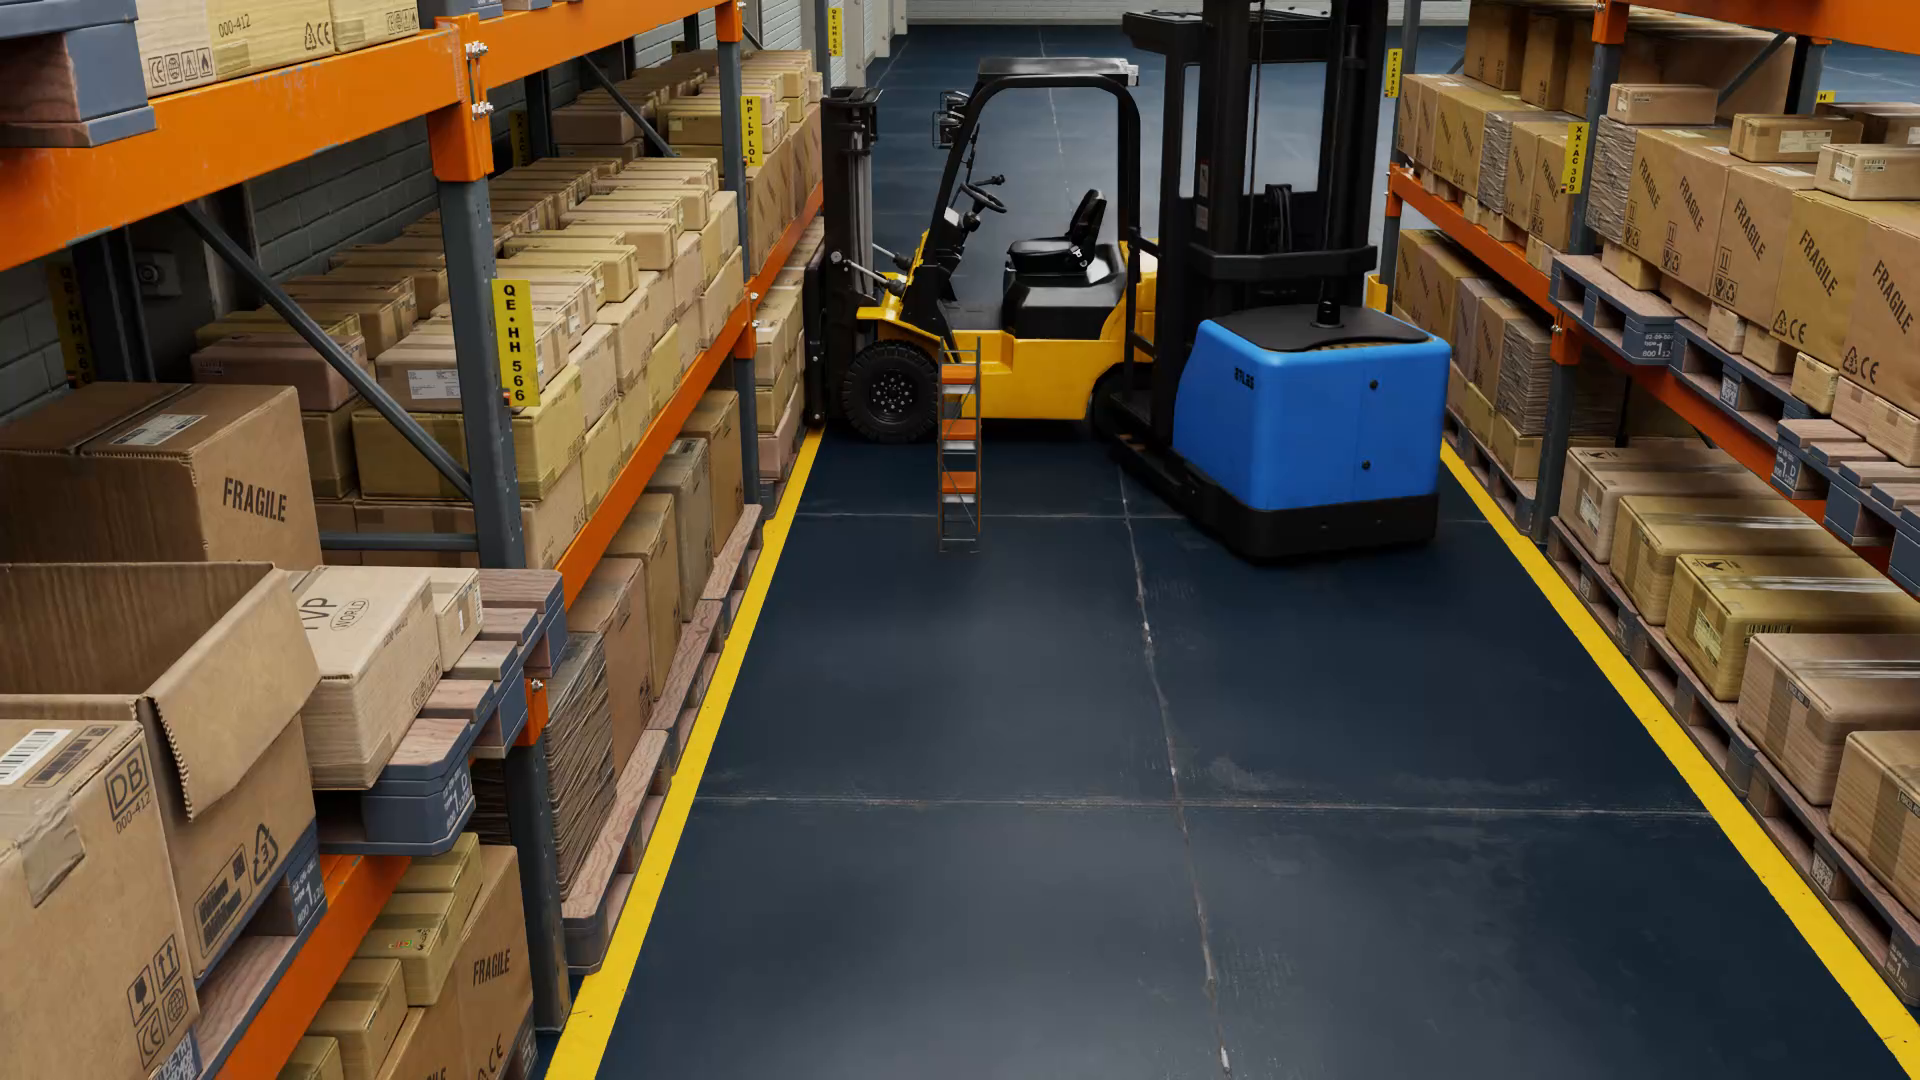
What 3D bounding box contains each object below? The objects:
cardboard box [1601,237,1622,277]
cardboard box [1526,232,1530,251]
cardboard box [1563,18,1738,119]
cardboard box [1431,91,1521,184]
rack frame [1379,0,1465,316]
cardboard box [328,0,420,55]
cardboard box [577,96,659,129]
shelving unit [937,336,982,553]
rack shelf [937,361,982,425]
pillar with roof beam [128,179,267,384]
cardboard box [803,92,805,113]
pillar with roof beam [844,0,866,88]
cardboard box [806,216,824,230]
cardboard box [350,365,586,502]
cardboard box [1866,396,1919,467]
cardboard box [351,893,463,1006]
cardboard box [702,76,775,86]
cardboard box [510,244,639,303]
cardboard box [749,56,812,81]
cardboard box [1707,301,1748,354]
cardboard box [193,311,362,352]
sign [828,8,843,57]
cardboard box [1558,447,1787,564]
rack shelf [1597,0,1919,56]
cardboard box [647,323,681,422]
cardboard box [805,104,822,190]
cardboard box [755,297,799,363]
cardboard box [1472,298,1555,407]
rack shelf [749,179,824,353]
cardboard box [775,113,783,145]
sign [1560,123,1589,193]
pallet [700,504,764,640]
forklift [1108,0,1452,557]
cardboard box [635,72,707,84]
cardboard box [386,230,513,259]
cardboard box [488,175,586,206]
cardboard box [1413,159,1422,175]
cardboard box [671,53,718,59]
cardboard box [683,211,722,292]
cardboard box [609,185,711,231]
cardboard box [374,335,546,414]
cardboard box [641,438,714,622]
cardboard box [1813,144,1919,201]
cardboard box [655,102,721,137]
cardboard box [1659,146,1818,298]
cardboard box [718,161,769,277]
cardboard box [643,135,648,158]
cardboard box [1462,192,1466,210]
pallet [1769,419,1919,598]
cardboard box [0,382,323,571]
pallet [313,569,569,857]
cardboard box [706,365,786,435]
[{"bbox_3d":[3.096,-1.265,7.410,0.380,0.149,0.250,1,21,2],"label":"cardboard box"},{"bbox_3d":[3.221,-1.569,8.774,0.380,0.149,0.250,1,21,2],"label":"cardboard box"},{"bbox_3d":[3.739,-2.557,9.040,0.700,0.500,0.500,0,21,0],"label":"cardboard box"},{"bbox_3d":[3.232,-2.475,10.211,0.500,0.500,0.500,0,21,1],"label":"cardboard box"},{"bbox_3d":[3.551,-2.829,11.674,1.000,3.000,0.127,1,21,2],"label":"rack frame"},{"bbox_3d":[-1.427,-1.130,3.356,0.500,0.250,0.500,0,21,0],"label":"cardboard box"},{"bbox_3d":[-1.781,-2.229,8.680,0.380,0.149,0.250,0,21,1],"label":"cardboard box"},{"bbox_3d":[-0.002,-0.470,8.289,0.215,1.050,0.252,1,21,2],"label":"shelving unit"},{"bbox_3d":[-0.002,-0.725,8.190,0.215,0.259,0.240,1,21,2],"label":"rack shelf"},{"bbox_3d":[1.788,-3.221,4.390,9.100,9.000,0.400,1,21,2],"label":"pillar with roof beam"},{"bbox_3d":[-1.168,-2.731,10.385,0.380,0.149,0.250,0,21,0],"label":"cardboard box"},{"bbox_3d":[2.518,-11.898,26.754,9.100,9.000,0.400,1,21,2],"label":"pillar with roof beam"},{"bbox_3d":[-1.113,-2.093,11.614,0.500,0.250,0.500,1,21,3],"label":"cardboard box"},{"bbox_3d":[-1.372,-0.311,4.699,0.500,0.250,0.500,1,21,2],"label":"cardboard box"},{"bbox_3d":[2.981,-0.326,4.989,0.380,0.149,0.250,0,21,1],"label":"cardboard box"},{"bbox_3d":[-1.393,0.958,3.893,0.380,0.149,0.250,0,21,-1],"label":"cardboard box"},{"bbox_3d":[-1.276,-2.593,9.619,0.380,0.149,0.250,1,21,2],"label":"cardboard box"},{"bbox_3d":[-1.321,-0.918,5.713,0.380,0.149,0.250,1,21,3],"label":"cardboard box"},{"bbox_3d":[-1.168,-3.054,10.807,0.380,0.149,0.250,1,21,3],"label":"cardboard box"},{"bbox_3d":[3.029,-0.794,6.196,0.380,0.149,0.250,1,21,4],"label":"cardboard box"},{"bbox_3d":[-1.950,-0.555,4.777,0.380,0.149,0.250,1,21,3],"label":"cardboard box"},{"bbox_3d":[-0.869,-3.522,11.531,0.100,0.325,0.005,1,21,2],"label":"sign"},{"bbox_3d":[3.416,-0.164,7.857,0.950,0.372,0.625,1,21,2],"label":"cardboard box"},{"bbox_3d":[3.368,-1.723,5.670,1.077,0.370,4.000,1,21,2],"label":"rack shelf"},{"bbox_3d":[-1.350,-0.633,6.222,0.500,0.250,0.500,1,21,3],"label":"cardboard box"},{"bbox_3d":[-1.188,-2.561,10.844,0.500,0.500,0.500,1,21,3],"label":"cardboard box"},{"bbox_3d":[-1.178,-1.173,9.243,0.500,0.250,0.500,1,21,2],"label":"cardboard box"},{"bbox_3d":[3.192,-1.047,9.265,0.500,0.500,0.500,1,21,3],"label":"cardboard box"},{"bbox_3d":[-1.472,-1.824,10.078,1.077,0.370,4.000,1,21,2],"label":"rack shelf"},{"bbox_3d":[-1.182,-2.269,9.195,0.380,0.149,0.250,0,21,1],"label":"cardboard box"},{"bbox_3d":[2.886,-1.790,7.798,0.100,0.325,0.005,1,21,2],"label":"sign"},{"bbox_3d":[-1.516,0.131,7.901,1.003,0.211,1.213,1,21,2],"label":"pallet"},{"bbox_3d":[1.514,-1.784,9.076,1.130,2.935,3.031,-6,22,-15],"label":"forklift"},{"bbox_3d":[-1.710,-2.692,9.875,0.380,0.149,0.250,1,21,2],"label":"cardboard box"},{"bbox_3d":[-1.819,-1.014,5.961,0.380,0.149,0.250,1,21,3],"label":"cardboard box"},{"bbox_3d":[-1.827,-1.474,7.146,0.380,0.149,0.250,1,21,1],"label":"cardboard box"},{"bbox_3d":[3.333,-2.592,11.409,0.380,0.149,0.250,1,21,2],"label":"cardboard box"},{"bbox_3d":[-1.705,-3.156,11.069,0.380,0.149,0.250,1,21,3],"label":"cardboard box"},{"bbox_3d":[-1.300,-1.233,7.076,0.500,0.250,0.500,0,21,0],"label":"cardboard box"},{"bbox_3d":[-1.246,-1.381,6.907,0.380,0.149,0.250,0,21,0],"label":"cardboard box"},{"bbox_3d":[-1.350,-0.451,4.510,0.380,0.149,0.250,1,21,3],"label":"cardboard box"},{"bbox_3d":[-1.568,-0.056,7.228,0.875,0.625,0.625,0,21,1],"label":"cardboard box"},{"bbox_3d":[3.075,-1.215,5.487,0.380,0.149,0.250,0,21,-1],"label":"cardboard box"},{"bbox_3d":[-1.326,-2.132,8.430,0.380,0.149,0.250,1,21,2],"label":"cardboard box"},{"bbox_3d":[3.085,-1.238,6.443,0.500,0.500,0.500,1,21,1],"label":"cardboard box"},{"bbox_3d":[-1.258,-1.640,8.472,0.500,0.500,0.500,0,21,0],"label":"cardboard box"},{"bbox_3d":[-1.807,-1.995,8.490,0.380,0.149,0.250,0,21,0],"label":"cardboard box"},{"bbox_3d":[3.237,-2.029,9.958,0.380,0.149,0.250,0,21,0],"label":"cardboard box"},{"bbox_3d":[3.223,-0.106,4.921,1.213,0.211,1.003,1,21,2],"label":"pallet"},{"bbox_3d":[-1.826,-0.048,3.787,0.500,0.500,0.500,2,21,4],"label":"cardboard box"},{"bbox_3d":[-1.605,0.345,3.758,1.213,0.211,1.003,1,21,2],"label":"pallet"},{"bbox_3d":[-1.209,-0.755,8.857,0.500,0.250,0.500,1,21,1],"label":"cardboard box"}]
